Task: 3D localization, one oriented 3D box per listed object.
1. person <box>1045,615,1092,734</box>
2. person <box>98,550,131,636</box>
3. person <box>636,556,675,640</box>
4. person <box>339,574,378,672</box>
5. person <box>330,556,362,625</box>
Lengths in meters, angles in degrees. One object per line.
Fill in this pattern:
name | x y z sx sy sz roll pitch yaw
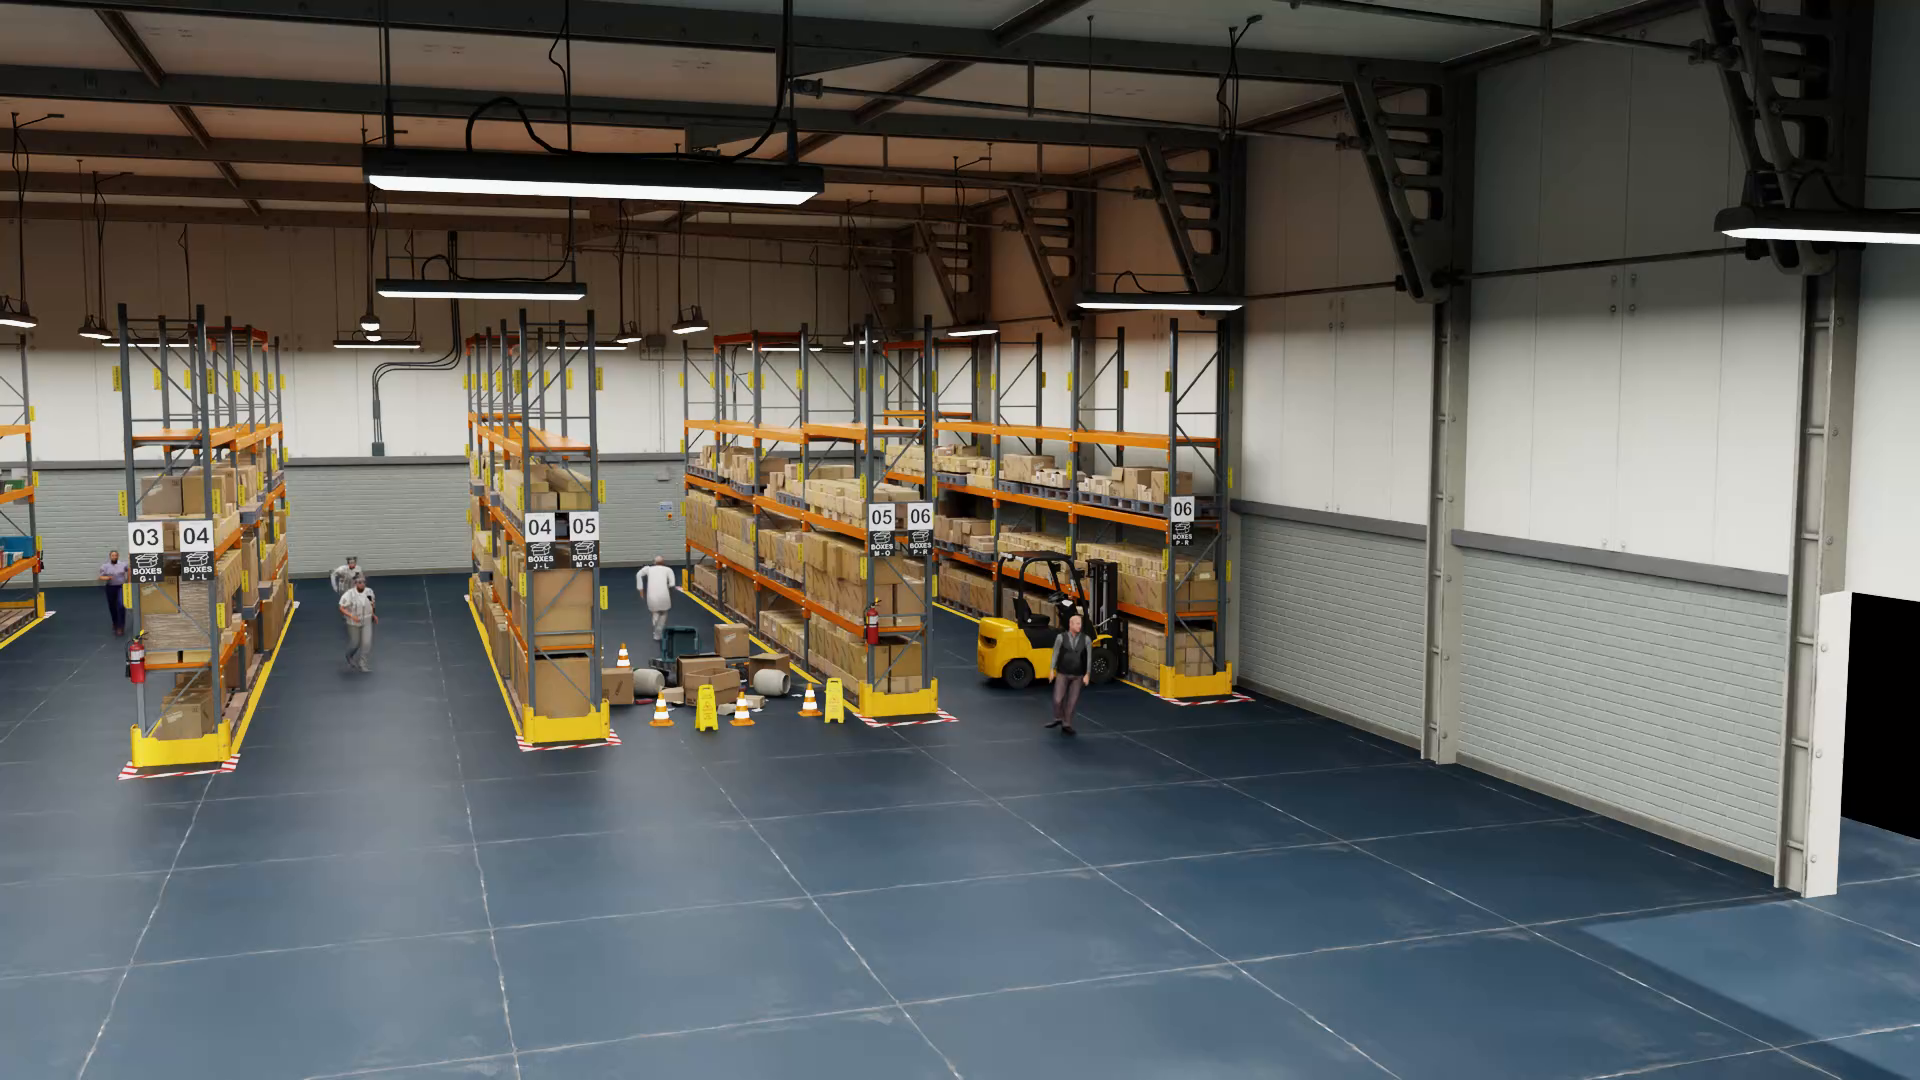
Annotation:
person | 1.538 1.909 23.576 0.653 1.703 0.450 -1 5 -5
person | -16.818 1.035 33.123 0.556 1.695 0.855 -2 6 -20
person | -5.947 1.134 32.527 0.740 1.593 0.809 -1 5 -6
person | -10.452 1.426 28.857 0.659 1.720 0.775 -4 7 -37
person | -12.587 1.042 34.117 0.639 1.482 0.830 -4 7 -36
